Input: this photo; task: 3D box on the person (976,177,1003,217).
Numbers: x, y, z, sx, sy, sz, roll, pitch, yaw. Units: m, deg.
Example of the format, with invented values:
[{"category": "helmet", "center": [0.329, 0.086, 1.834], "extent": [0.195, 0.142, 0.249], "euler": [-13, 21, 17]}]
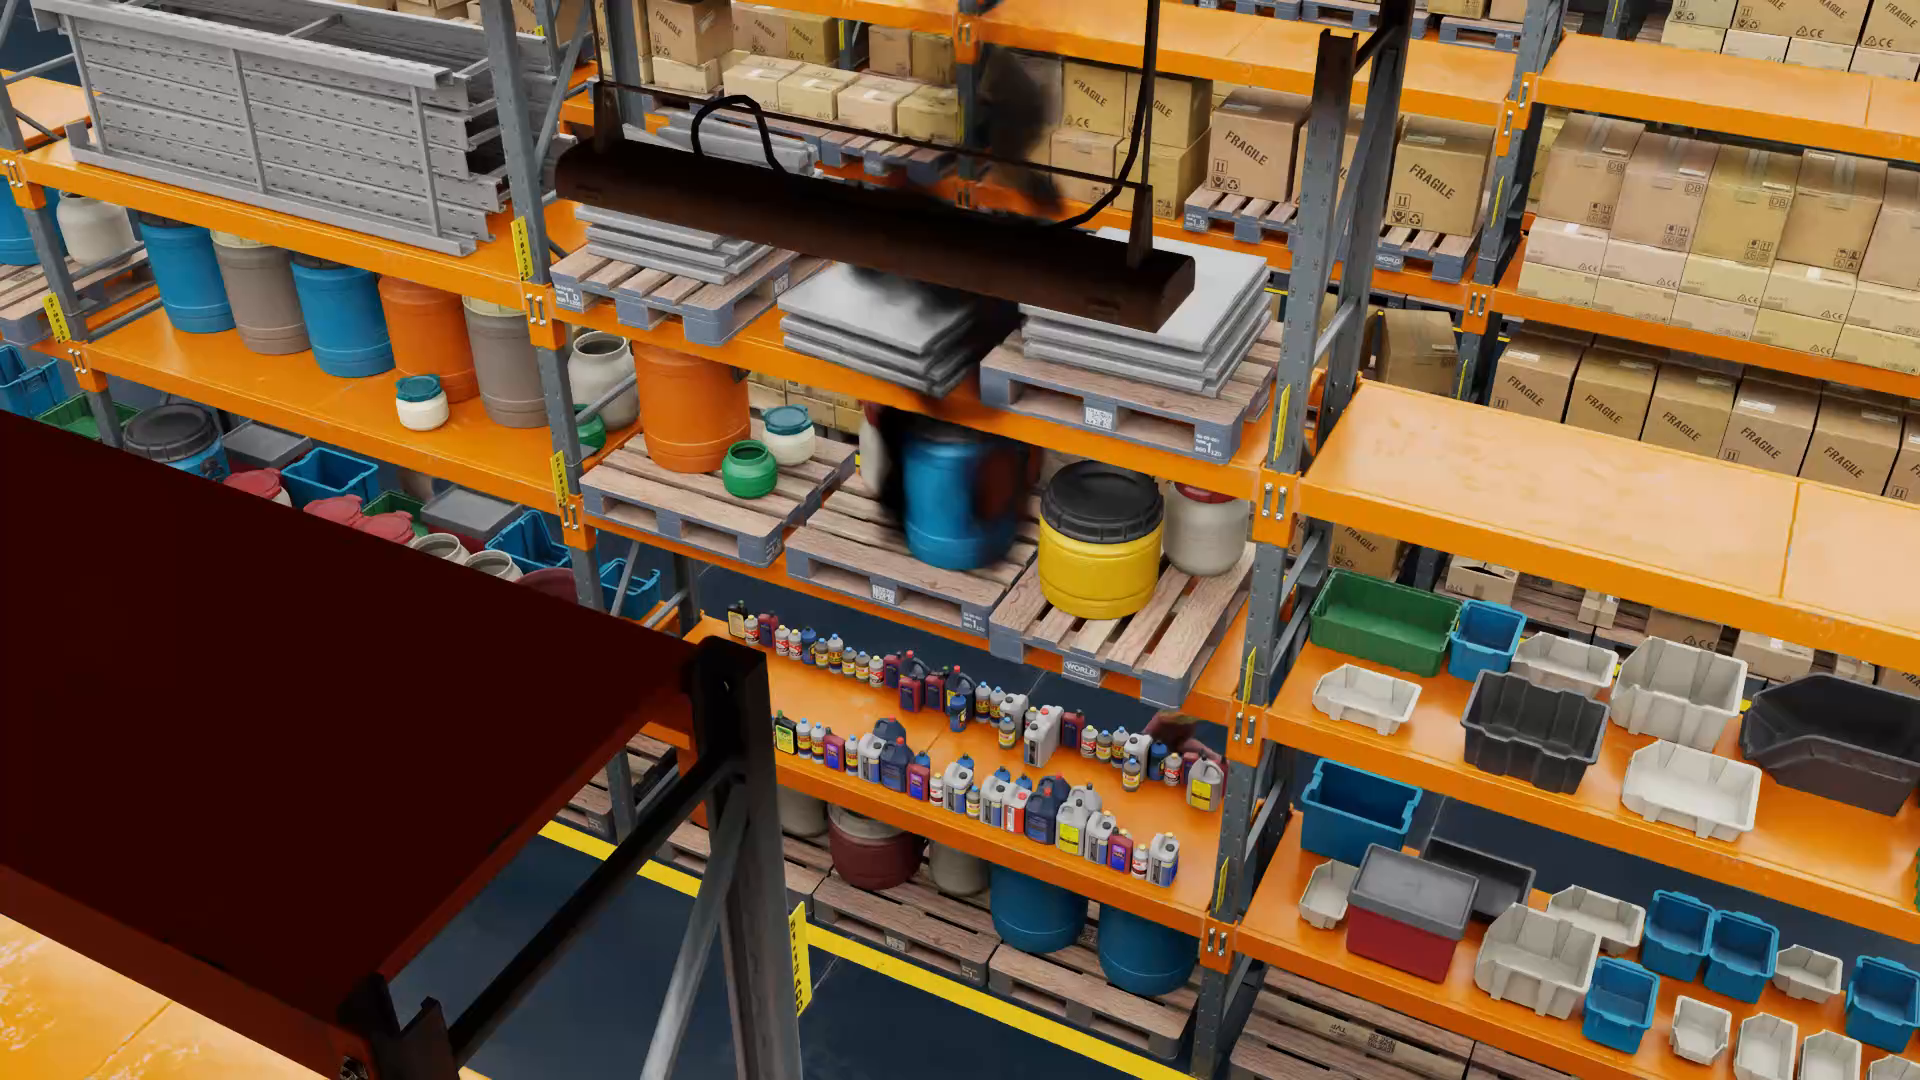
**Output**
[{"category": "person", "center": [0.127, -2.919, 16.673], "extent": [0.541, 1.560, 0.532], "euler": [8, 36, 11]}]

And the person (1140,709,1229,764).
[{"category": "person", "center": [1.449, 1.118, 10.867], "extent": [0.818, 1.639, 0.593], "euler": [16, 38, 21]}]

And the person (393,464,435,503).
[{"category": "person", "center": [-4.333, -0.637, 13.271], "extent": [0.864, 1.780, 0.643], "euler": [10, 36, 14]}]
